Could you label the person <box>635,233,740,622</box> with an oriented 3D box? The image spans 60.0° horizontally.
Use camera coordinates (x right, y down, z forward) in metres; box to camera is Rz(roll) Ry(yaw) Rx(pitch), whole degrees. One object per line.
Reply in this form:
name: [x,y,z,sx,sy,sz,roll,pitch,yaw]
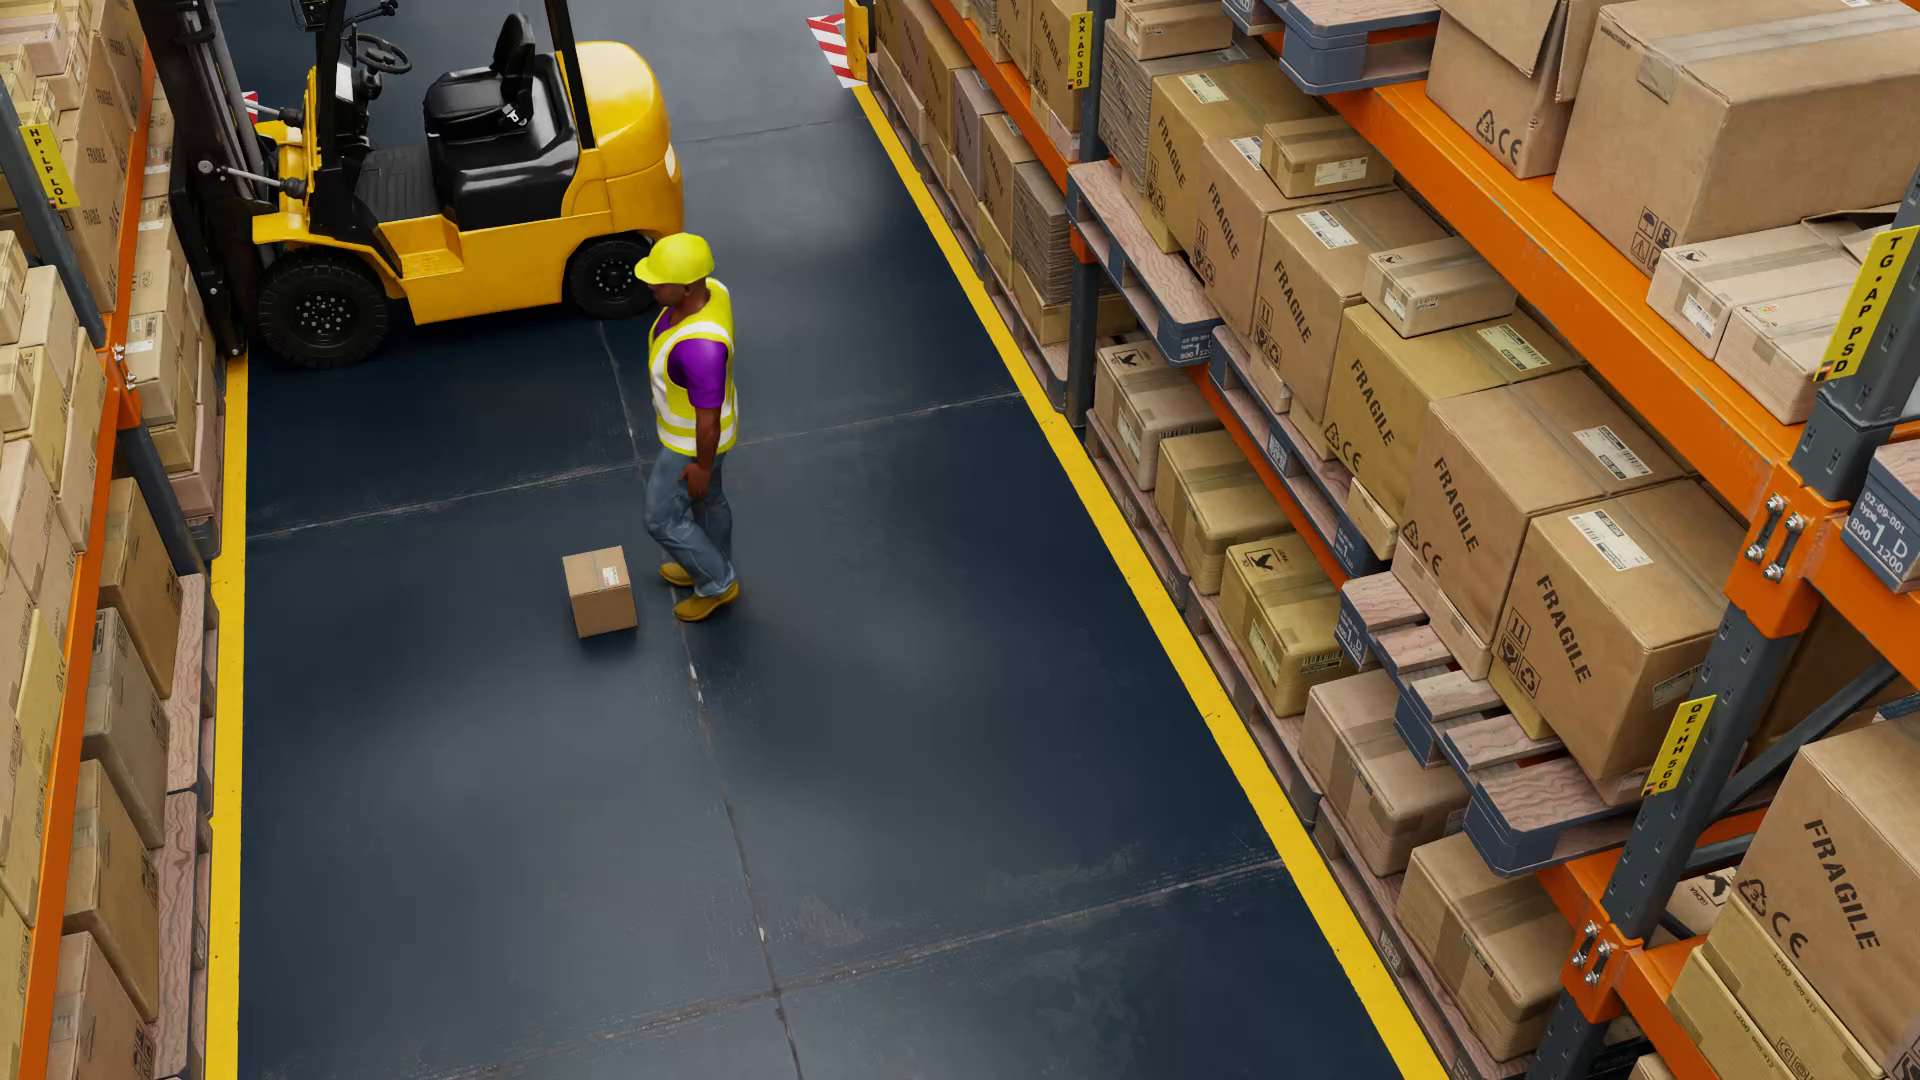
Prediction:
person: [-1.080,-0.456,6.641,0.451,1.774,0.620,-2,42,-3]
